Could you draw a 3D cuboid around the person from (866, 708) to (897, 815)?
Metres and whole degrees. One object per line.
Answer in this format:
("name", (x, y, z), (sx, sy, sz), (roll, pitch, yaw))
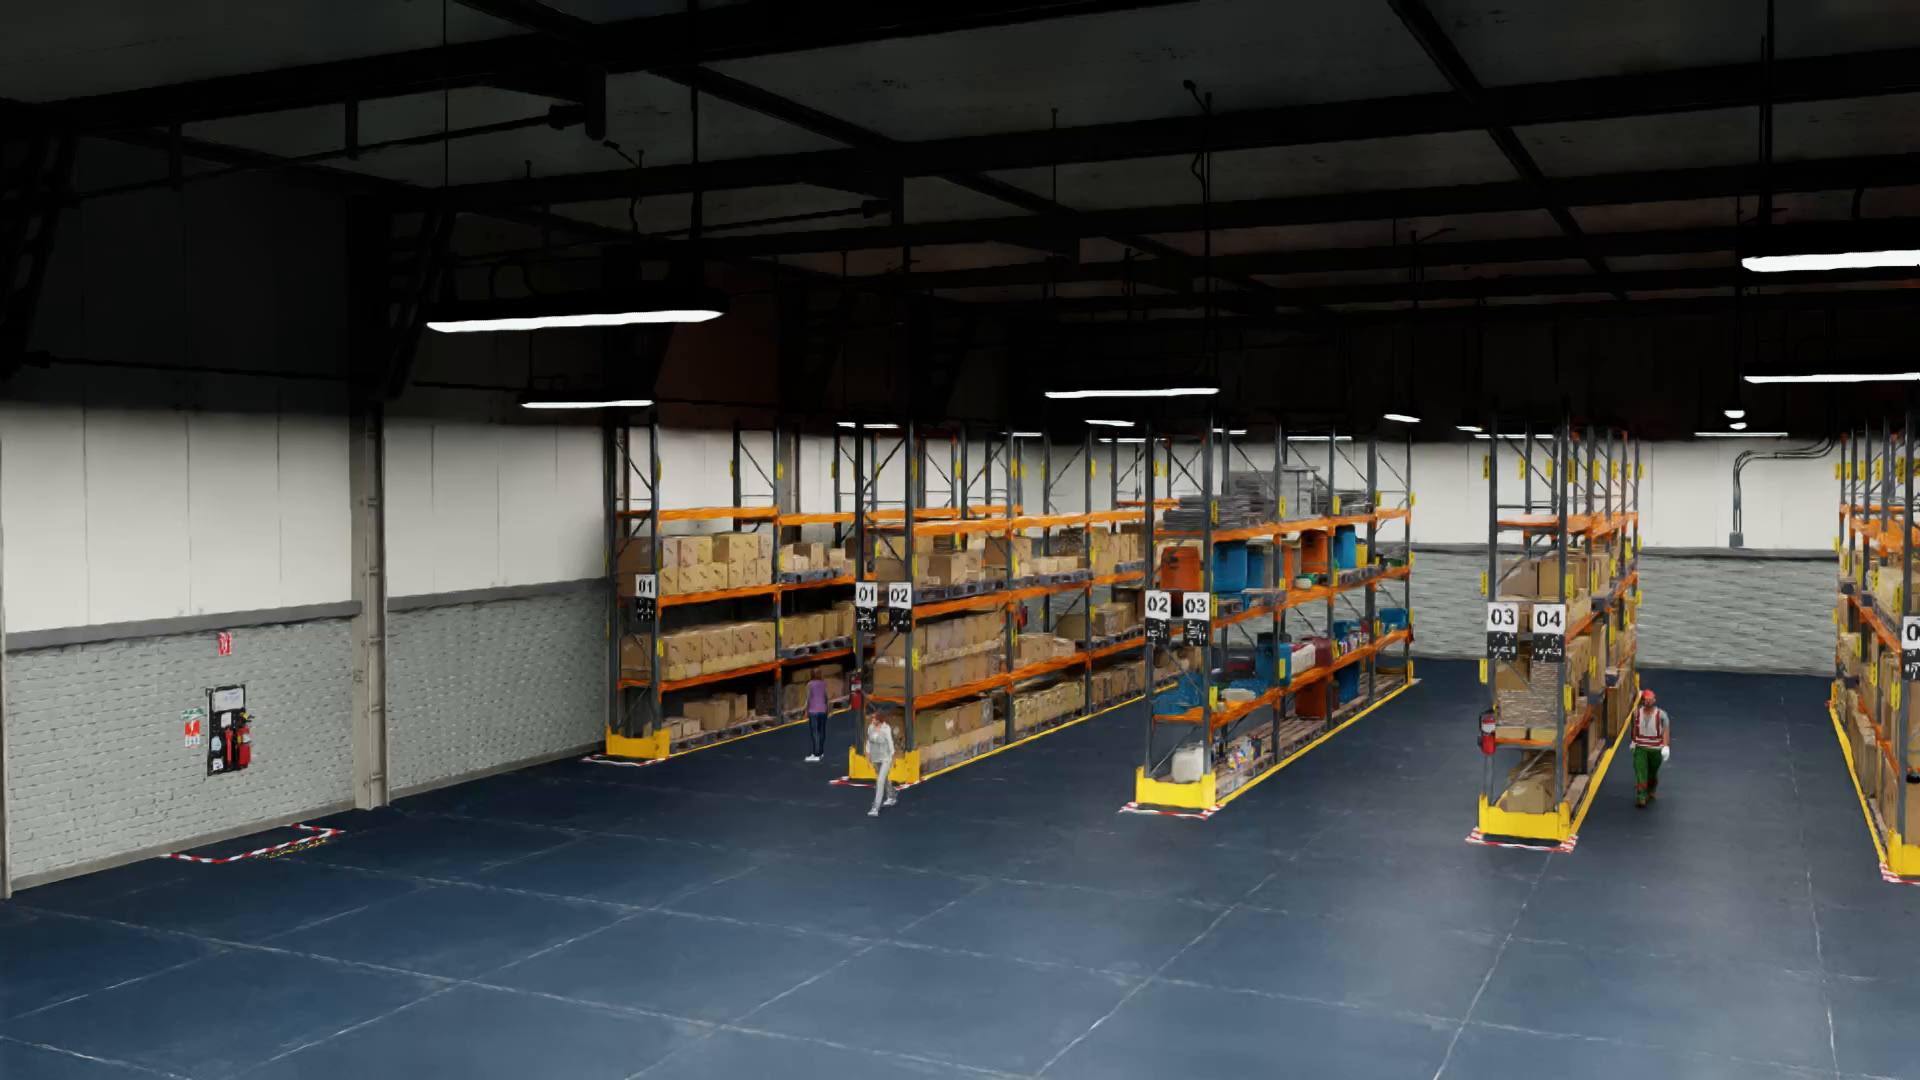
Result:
("person", (-1.175, 3.205, 24.299), (0.417, 1.517, 1.036), (1, 3, 28))

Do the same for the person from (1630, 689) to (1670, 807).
("person", (10.300, 3.088, 24.844), (0.565, 1.734, 1.045), (1, 3, 24))

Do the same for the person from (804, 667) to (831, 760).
("person", (-2.477, 2.982, 28.728), (0.522, 1.592, 0.527), (-2, 3, -34))
